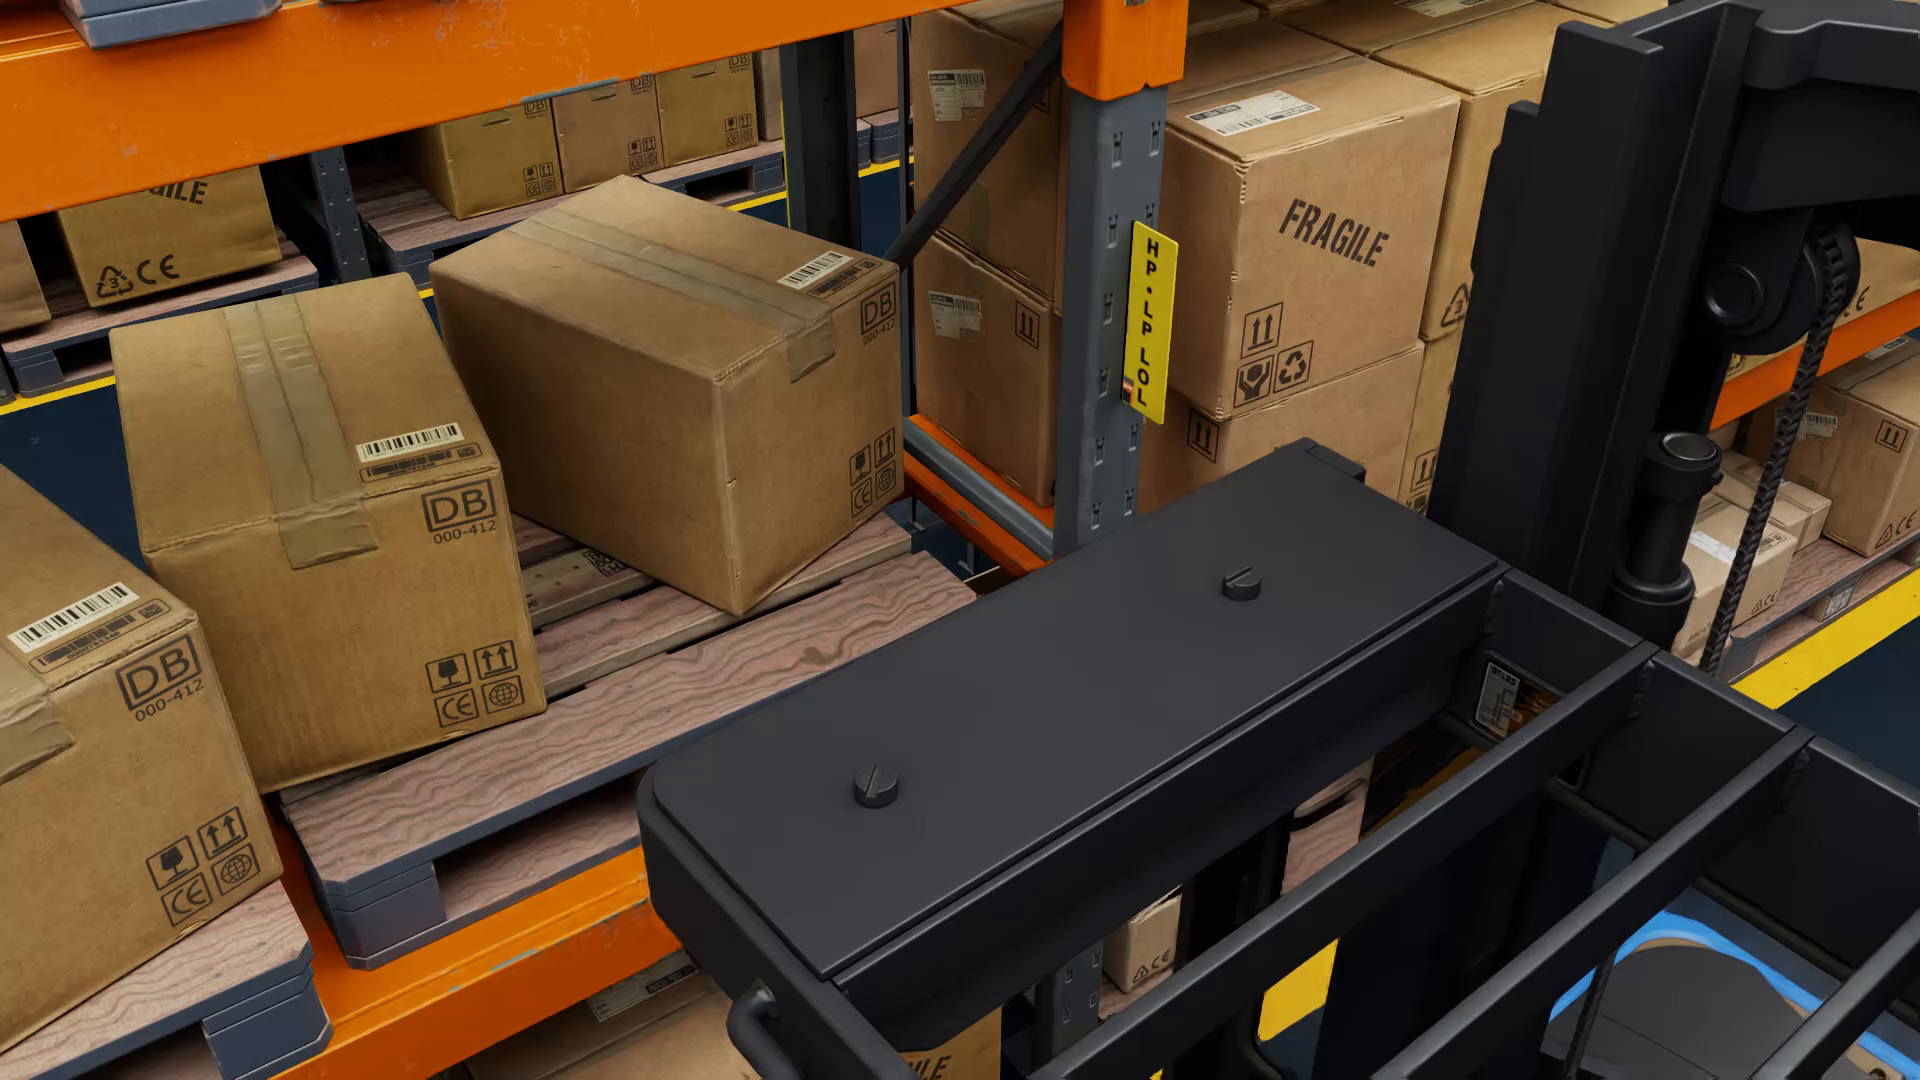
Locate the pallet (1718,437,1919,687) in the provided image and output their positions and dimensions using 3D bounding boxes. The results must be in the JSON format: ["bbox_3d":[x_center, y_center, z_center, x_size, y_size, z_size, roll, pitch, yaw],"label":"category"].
[{"bbox_3d":[2.537,-0.057,5.649,1.213,0.211,1.003,-22,41,-28],"label":"pallet"}]

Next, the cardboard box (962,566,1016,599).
[{"bbox_3d":[0.283,0.371,4.429,0.500,0.500,0.500,-22,41,-28],"label":"cardboard box"}]

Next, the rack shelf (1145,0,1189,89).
[{"bbox_3d":[1.615,-1.736,3.642,4.000,0.370,1.077,-22,41,-28],"label":"rack shelf"}]

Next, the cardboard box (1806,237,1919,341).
[{"bbox_3d":[2.208,-0.902,4.350,0.500,0.500,0.500,-22,41,-28],"label":"cardboard box"}]

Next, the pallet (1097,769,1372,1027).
[{"bbox_3d":[0.542,0.764,4.508,1.213,0.211,1.003,-22,41,-28],"label":"pallet"}]

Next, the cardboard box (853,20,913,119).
[{"bbox_3d":[-0.530,-2.550,8.508,0.500,0.500,0.700,-22,41,-28],"label":"cardboard box"}]

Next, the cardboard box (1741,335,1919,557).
[{"bbox_3d":[2.948,-0.347,5.427,0.500,0.500,0.500,-22,41,-28],"label":"cardboard box"}]

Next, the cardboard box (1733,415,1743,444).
[{"bbox_3d":[2.506,-0.451,5.858,0.250,0.166,0.380,-22,41,-28],"label":"cardboard box"}]

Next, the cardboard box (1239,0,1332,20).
[{"bbox_3d":[0.662,-1.052,3.701,0.500,0.500,0.500,-23,42,-29],"label":"cardboard box"}]

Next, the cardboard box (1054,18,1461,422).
[{"bbox_3d":[0.528,-0.609,3.085,0.500,0.500,0.500,-21,41,-27],"label":"cardboard box"}]

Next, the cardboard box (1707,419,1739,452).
[{"bbox_3d":[2.234,-0.330,5.618,0.500,0.250,0.500,-22,41,-28],"label":"cardboard box"}]

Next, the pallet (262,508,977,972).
[{"bbox_3d":[-0.736,0.157,3.128,1.213,0.211,1.003,-22,41,-28],"label":"pallet"}]

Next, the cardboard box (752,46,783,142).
[{"bbox_3d":[-0.941,-2.381,8.273,0.500,0.500,0.700,-24,42,-29],"label":"cardboard box"}]

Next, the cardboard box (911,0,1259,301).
[{"bbox_3d":[0.245,-0.878,3.460,0.500,0.500,0.500,-22,41,-28],"label":"cardboard box"}]

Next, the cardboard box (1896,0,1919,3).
[{"bbox_3d":[1.791,-1.129,3.809,0.500,0.500,0.500,-21,41,-27],"label":"cardboard box"}]

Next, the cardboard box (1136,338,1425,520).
[{"bbox_3d":[0.554,-0.220,3.401,0.500,0.500,0.500,-21,41,-27],"label":"cardboard box"}]

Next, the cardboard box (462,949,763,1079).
[{"bbox_3d":[-0.667,1.163,3.328,0.500,0.500,0.500,-22,41,-28],"label":"cardboard box"}]

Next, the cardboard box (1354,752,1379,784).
[{"bbox_3d":[1.150,0.500,4.536,0.250,0.166,0.380,-22,41,-28],"label":"cardboard box"}]

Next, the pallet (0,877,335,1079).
[{"bbox_3d":[-1.702,0.629,2.471,1.213,0.211,1.003,-22,41,-28],"label":"pallet"}]

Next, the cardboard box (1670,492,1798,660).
[{"bbox_3d":[2.154,0.060,5.076,0.500,0.250,0.500,-22,41,-28],"label":"cardboard box"}]

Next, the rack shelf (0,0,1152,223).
[{"bbox_3d":[-1.654,-0.391,1.772,4.000,0.370,1.077,-22,41,-28],"label":"rack shelf"}]

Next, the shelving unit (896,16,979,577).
[{"bbox_3d":[0.135,-0.908,5.214,0.503,2.100,0.431,-22,41,-28],"label":"shelving unit"}]

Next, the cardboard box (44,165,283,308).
[{"bbox_3d":[-3.333,-1.518,6.773,0.750,0.750,0.750,-22,41,-27],"label":"cardboard box"}]

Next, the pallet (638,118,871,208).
[{"bbox_3d":[-1.211,-2.000,8.350,1.213,0.211,1.003,-22,41,-28],"label":"pallet"}]

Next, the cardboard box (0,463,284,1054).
[{"bbox_3d":[-1.428,0.275,2.354,0.700,0.500,0.500,26,43,32],"label":"cardboard box"}]

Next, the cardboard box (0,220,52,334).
[{"bbox_3d":[-4.057,-1.218,6.355,0.750,0.750,0.750,-21,41,-27],"label":"cardboard box"}]

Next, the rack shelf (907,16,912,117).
[{"bbox_3d":[0.135,-1.465,4.814,0.480,0.518,0.431,-22,41,-28],"label":"rack shelf"}]

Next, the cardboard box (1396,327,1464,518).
[{"bbox_3d":[0.971,-0.394,3.643,0.500,0.500,0.500,-22,41,-27],"label":"cardboard box"}]

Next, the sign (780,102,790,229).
[{"bbox_3d":[-0.338,-0.746,3.476,0.005,0.325,0.100,-22,41,-28],"label":"sign"}]

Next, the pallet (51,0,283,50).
[{"bbox_3d":[-1.439,-0.743,1.806,1.003,0.211,1.213,-22,41,-28],"label":"pallet"}]

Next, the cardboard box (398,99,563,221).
[{"bbox_3d":[-2.206,-1.859,7.547,0.500,0.500,0.700,-22,41,-27],"label":"cardboard box"}]

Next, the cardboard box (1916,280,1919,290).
[{"bbox_3d":[2.619,-1.067,4.579,0.500,0.500,0.500,-22,41,-28],"label":"cardboard box"}]

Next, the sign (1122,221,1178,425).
[{"bbox_3d":[0.303,-0.344,2.668,0.005,0.325,0.100,-22,41,-28],"label":"sign"}]

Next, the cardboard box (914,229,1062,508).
[{"bbox_3d":[0.241,-0.469,3.748,0.500,0.500,0.500,-22,41,-27],"label":"cardboard box"}]

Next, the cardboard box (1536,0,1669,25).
[{"bbox_3d":[1.370,-0.955,3.567,0.500,0.500,0.500,-24,42,-29],"label":"cardboard box"}]

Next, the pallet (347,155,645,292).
[{"bbox_3d":[-2.210,-1.587,7.776,1.213,0.211,1.003,-22,41,-28],"label":"pallet"}]

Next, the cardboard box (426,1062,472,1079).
[{"bbox_3d":[-1.077,1.332,3.093,0.500,0.500,0.500,-22,41,-27],"label":"cardboard box"}]

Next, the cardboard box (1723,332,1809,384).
[{"bbox_3d":[1.796,-0.733,4.114,0.500,0.500,0.500,-23,42,-28],"label":"cardboard box"}]

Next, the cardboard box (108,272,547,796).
[{"bbox_3d":[-1.061,-0.035,2.784,0.500,0.500,0.700,-16,39,-21],"label":"cardboard box"}]

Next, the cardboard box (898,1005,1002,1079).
[{"bbox_3d":[-0.258,1.001,3.553,0.500,0.500,0.500,-23,41,-28],"label":"cardboard box"}]

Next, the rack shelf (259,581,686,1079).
[{"bbox_3d":[-1.654,0.827,2.647,4.000,0.370,1.077,-22,41,-28],"label":"rack shelf"}]

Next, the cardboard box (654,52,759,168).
[{"bbox_3d":[-1.373,-2.198,8.019,0.500,0.500,0.700,-21,41,-27],"label":"cardboard box"}]

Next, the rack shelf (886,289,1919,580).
[{"bbox_3d":[1.615,-0.519,4.518,4.000,0.370,1.077,-22,41,-28],"label":"rack shelf"}]

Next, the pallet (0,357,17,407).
[{"bbox_3d":[-4.462,-0.661,6.488,1.213,0.211,1.003,-22,41,-28],"label":"pallet"}]

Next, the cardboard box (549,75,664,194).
[{"bbox_3d":[-1.793,-2.027,7.780,0.500,0.500,0.700,-23,42,-28],"label":"cardboard box"}]

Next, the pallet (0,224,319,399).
[{"bbox_3d":[-3.464,-1.073,7.062,1.213,0.211,1.003,-22,41,-28],"label":"pallet"}]

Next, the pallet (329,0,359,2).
[{"bbox_3d":[-0.593,-1.094,2.293,1.003,0.211,1.213,-22,41,-28],"label":"pallet"}]

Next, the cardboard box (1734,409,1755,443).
[{"bbox_3d":[2.710,-0.528,5.980,0.250,0.149,0.380,-22,41,-28],"label":"cardboard box"}]

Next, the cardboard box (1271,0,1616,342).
[{"bbox_3d":[0.949,-0.782,3.327,0.500,0.500,0.500,-24,42,-29],"label":"cardboard box"}]

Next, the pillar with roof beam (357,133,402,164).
[{"bbox_3d":[-0.322,-3.530,2.951,0.400,9.000,9.100,-22,41,-28],"label":"pillar with roof beam"}]

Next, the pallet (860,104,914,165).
[{"bbox_3d":[-0.215,-2.408,8.917,1.213,0.211,1.003,-22,41,-28],"label":"pallet"}]

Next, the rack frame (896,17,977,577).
[{"bbox_3d":[-0.064,-0.826,5.100,0.015,2.100,0.400,-22,41,-28],"label":"rack frame"}]

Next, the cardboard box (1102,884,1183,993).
[{"bbox_3d":[0.448,0.737,4.082,0.500,0.311,0.500,-22,41,-28],"label":"cardboard box"}]

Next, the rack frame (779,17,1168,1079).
[{"bbox_3d":[-0.019,-0.138,3.373,0.127,3.000,1.000,-22,41,-28],"label":"rack frame"}]

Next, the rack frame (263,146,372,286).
[{"bbox_3d":[-2.876,-2.501,6.658,0.127,3.000,1.000,-22,41,-28],"label":"rack frame"}]

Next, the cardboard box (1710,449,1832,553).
[{"bbox_3d":[2.565,-0.118,5.395,0.250,0.166,0.380,-22,41,-28],"label":"cardboard box"}]

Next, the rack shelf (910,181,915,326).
[{"bbox_3d":[0.135,-0.897,5.222,0.480,0.518,0.431,-22,41,-28],"label":"rack shelf"}]

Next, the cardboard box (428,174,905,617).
[{"bbox_3d":[-0.536,-0.296,3.148,0.700,0.500,0.500,22,41,28],"label":"cardboard box"}]

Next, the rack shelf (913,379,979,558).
[{"bbox_3d":[0.135,-0.329,5.631,0.480,0.518,0.431,-22,41,-28],"label":"rack shelf"}]

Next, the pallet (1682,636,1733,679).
[{"bbox_3d":[1.541,0.351,5.081,1.213,0.211,1.003,-22,41,-28],"label":"pallet"}]
